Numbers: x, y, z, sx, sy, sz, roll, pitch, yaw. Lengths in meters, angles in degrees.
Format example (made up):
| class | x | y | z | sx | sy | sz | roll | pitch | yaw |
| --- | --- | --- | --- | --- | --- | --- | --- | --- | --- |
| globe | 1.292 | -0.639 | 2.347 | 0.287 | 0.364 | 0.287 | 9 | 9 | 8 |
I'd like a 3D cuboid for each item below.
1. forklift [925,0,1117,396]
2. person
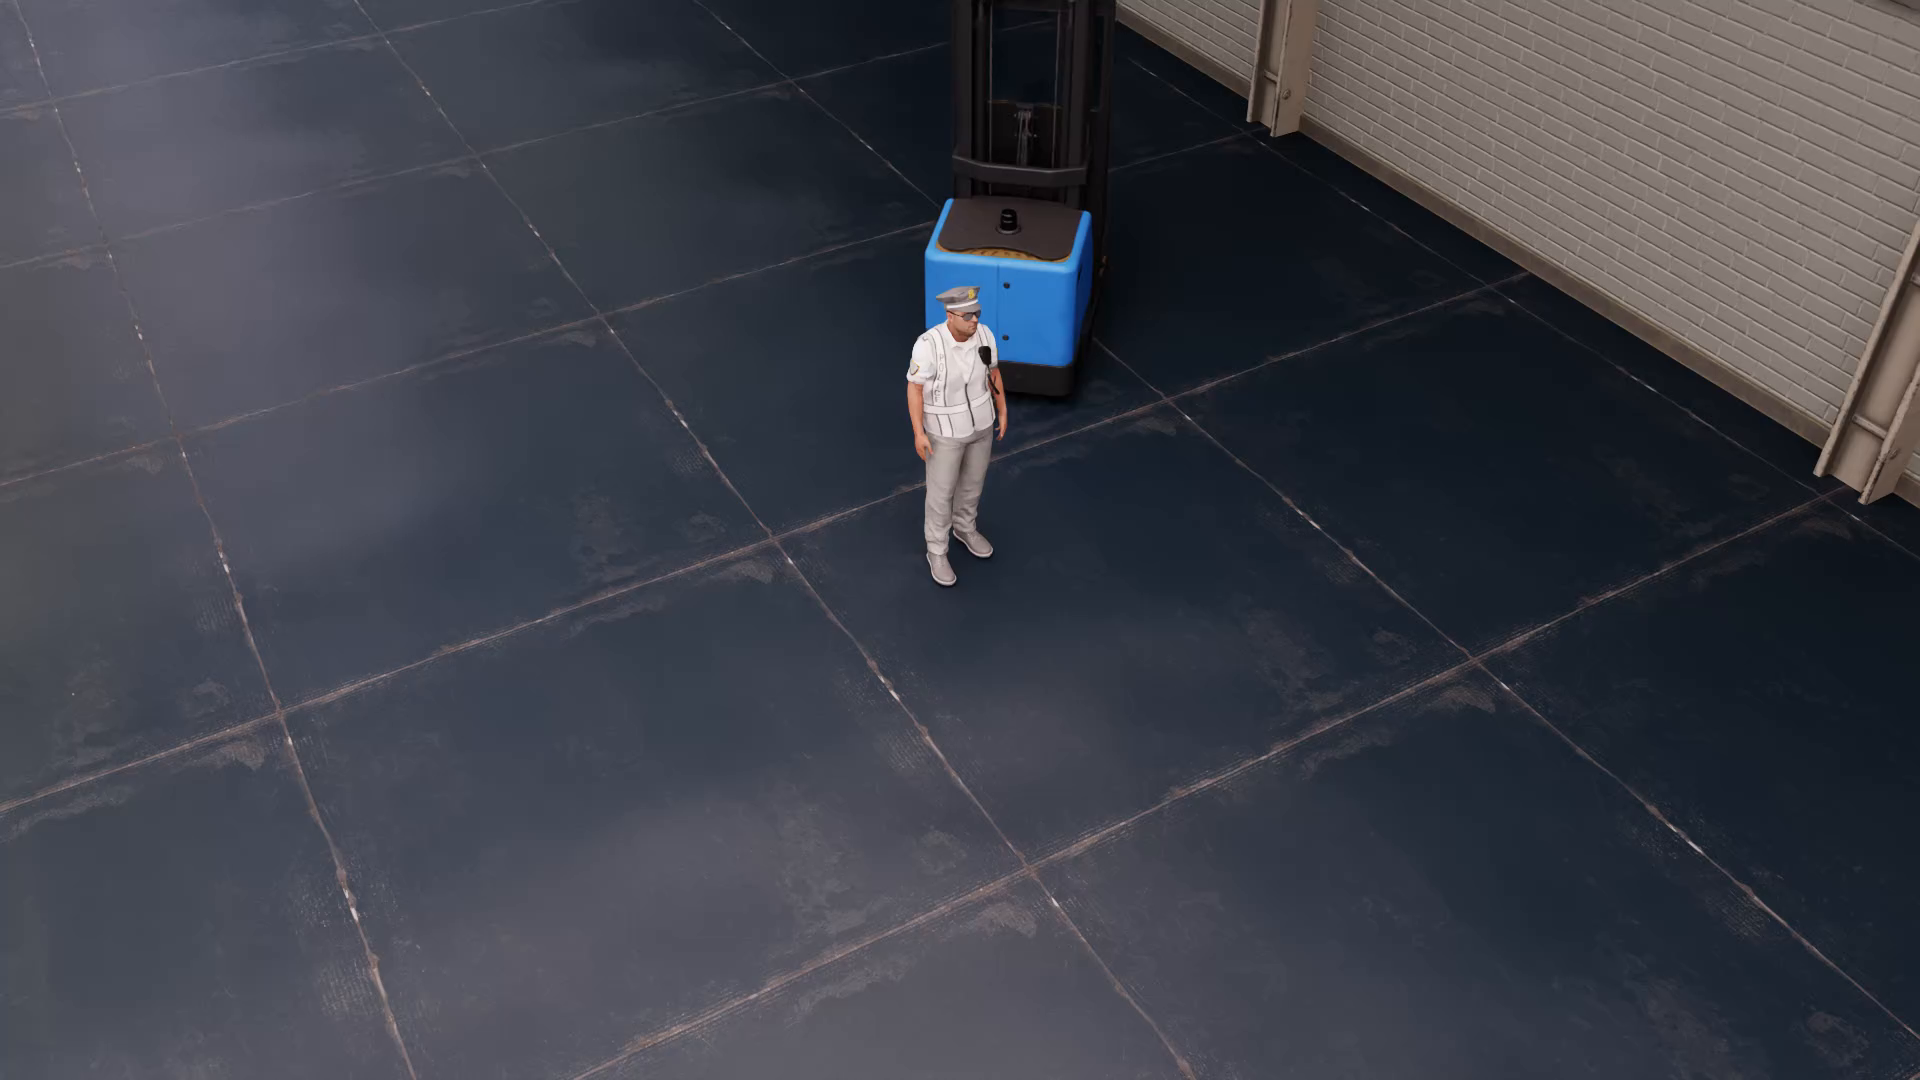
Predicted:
| class | x | y | z | sx | sy | sz | roll | pitch | yaw |
| --- | --- | --- | --- | --- | --- | --- | --- | --- | --- |
| forklift | 0.536 | -3.057 | 11.722 | 1.130 | 2.935 | 3.031 | 7 | 40 | 8 |
| person | 0.028 | -0.645 | 9.702 | 0.640 | 1.781 | 0.575 | -20 | 44 | -23 |
